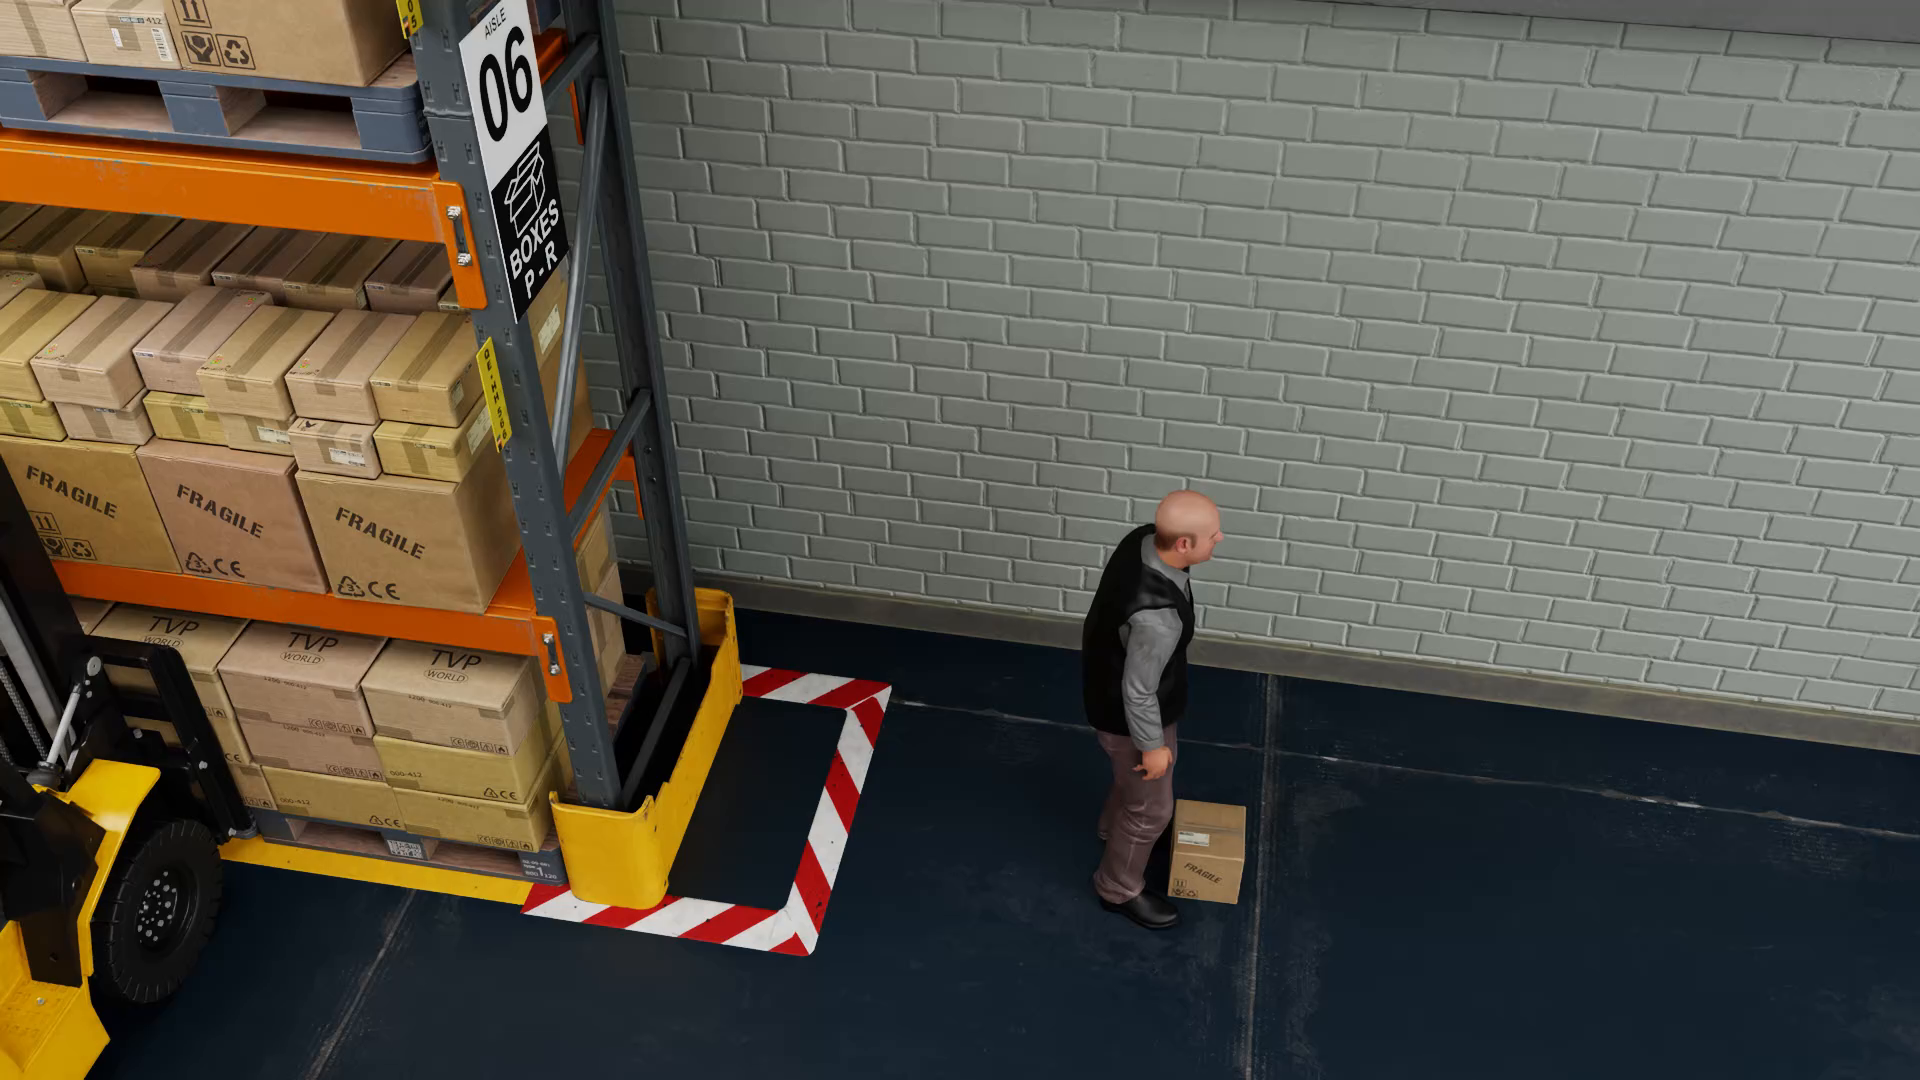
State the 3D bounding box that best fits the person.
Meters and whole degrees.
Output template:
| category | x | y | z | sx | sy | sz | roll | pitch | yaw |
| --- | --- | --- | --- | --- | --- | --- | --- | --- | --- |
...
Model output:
| category | x | y | z | sx | sy | sz | roll | pitch | yaw |
| --- | --- | --- | --- | --- | --- | --- | --- | --- | --- |
| person | 0.606 | 0.532 | 5.549 | 0.421 | 1.719 | 0.583 | 4 | 40 | 5 |
